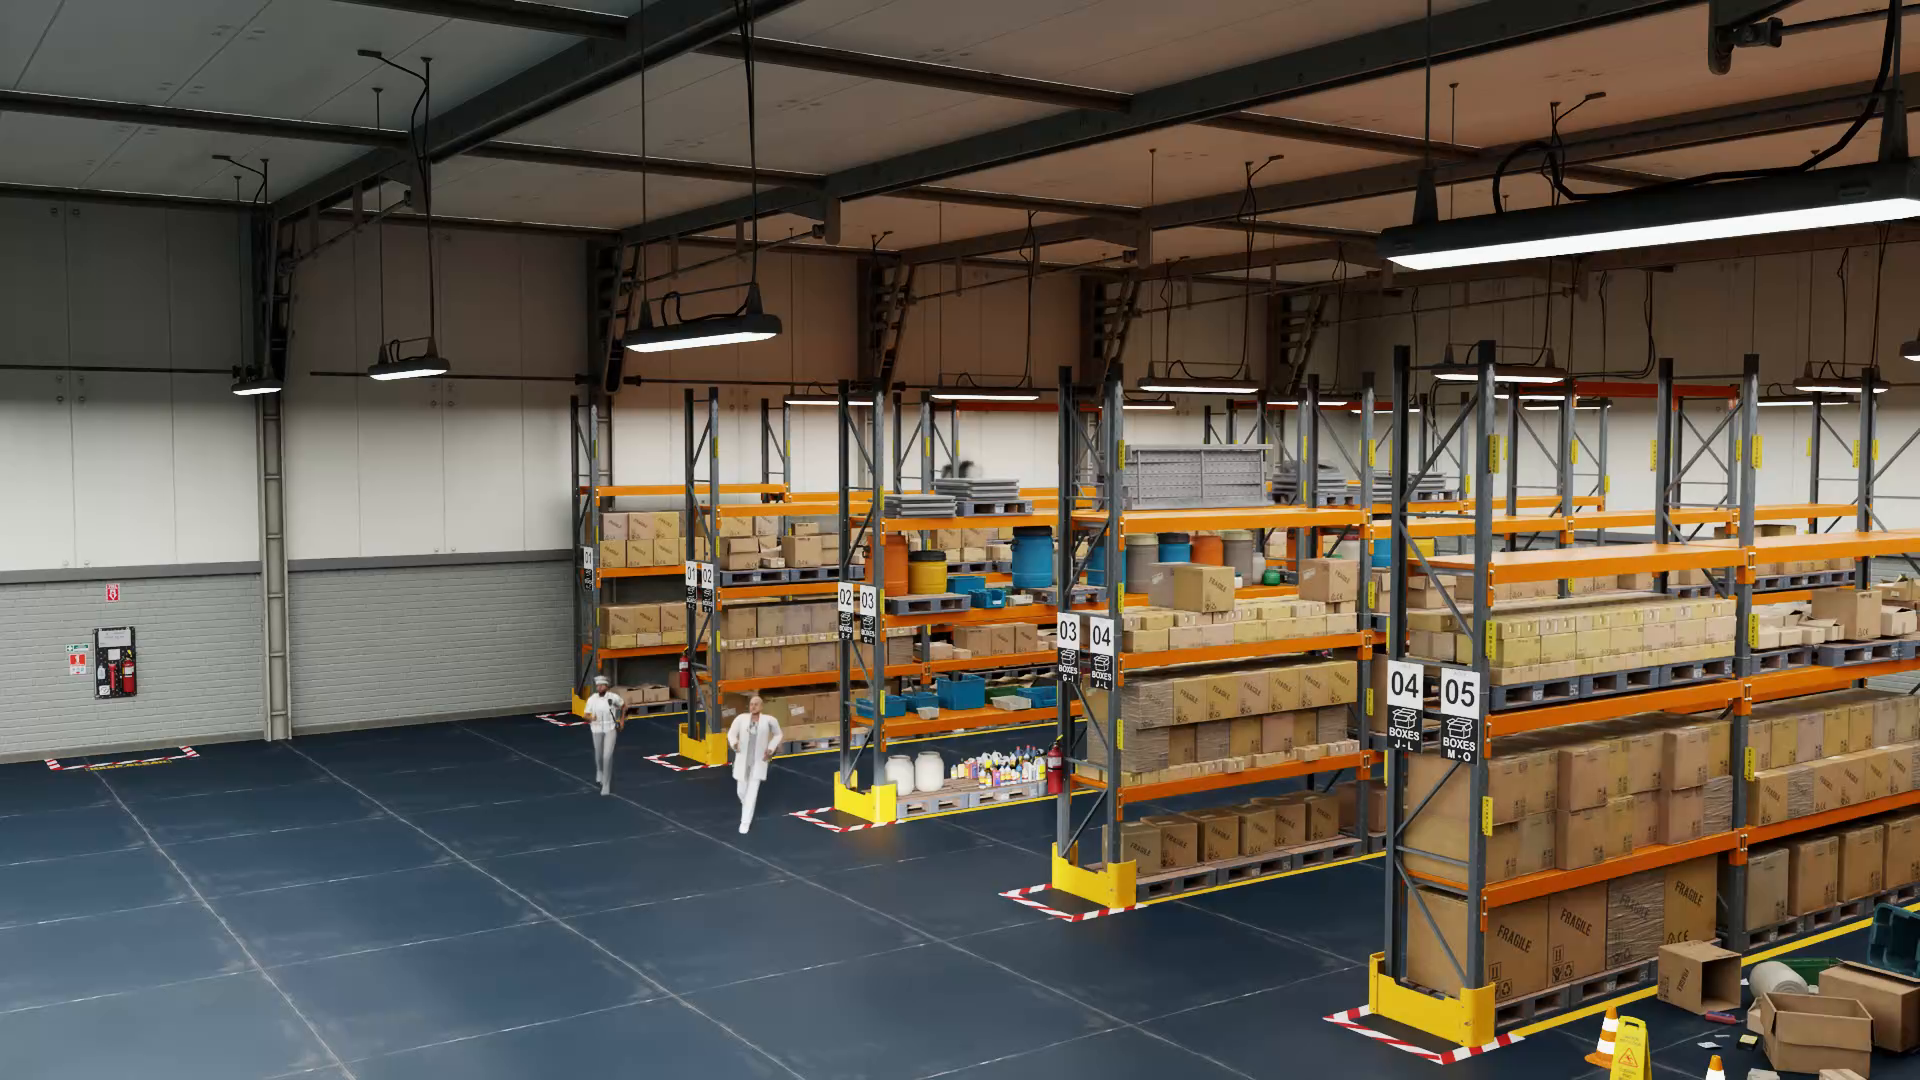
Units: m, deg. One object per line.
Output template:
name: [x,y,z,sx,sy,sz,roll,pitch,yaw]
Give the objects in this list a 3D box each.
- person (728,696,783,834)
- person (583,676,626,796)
person: [-2.740,2.959,22.198,0.723,1.773,0.900,0,3,4]
person: [-5.237,2.843,24.547,0.587,1.734,0.924,0,3,-2]
